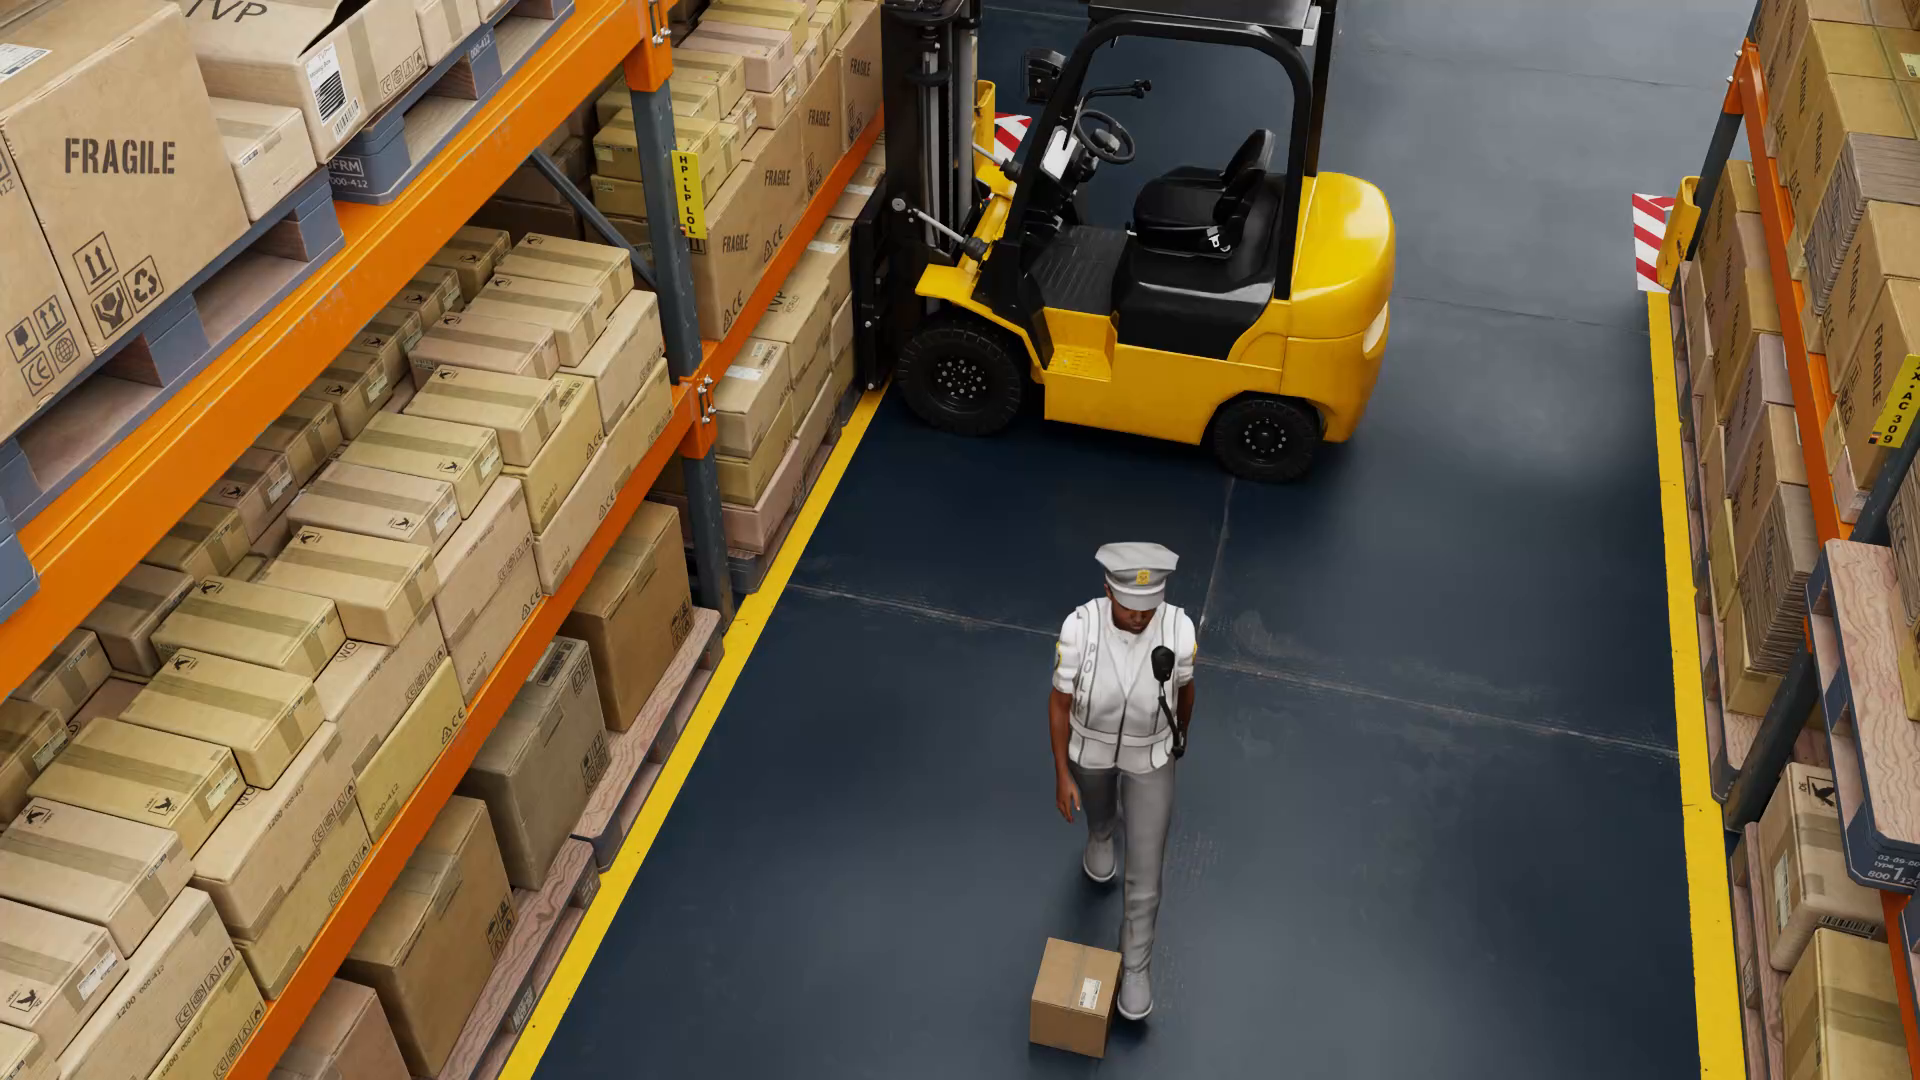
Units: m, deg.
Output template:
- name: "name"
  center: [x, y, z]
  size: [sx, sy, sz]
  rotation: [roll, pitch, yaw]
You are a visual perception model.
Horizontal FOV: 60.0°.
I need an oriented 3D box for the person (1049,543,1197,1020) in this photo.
- name: "person"
  center: [0.495, 0.719, 5.311]
  size: [0.453, 1.649, 0.887]
  rotation: [6, 42, 7]
